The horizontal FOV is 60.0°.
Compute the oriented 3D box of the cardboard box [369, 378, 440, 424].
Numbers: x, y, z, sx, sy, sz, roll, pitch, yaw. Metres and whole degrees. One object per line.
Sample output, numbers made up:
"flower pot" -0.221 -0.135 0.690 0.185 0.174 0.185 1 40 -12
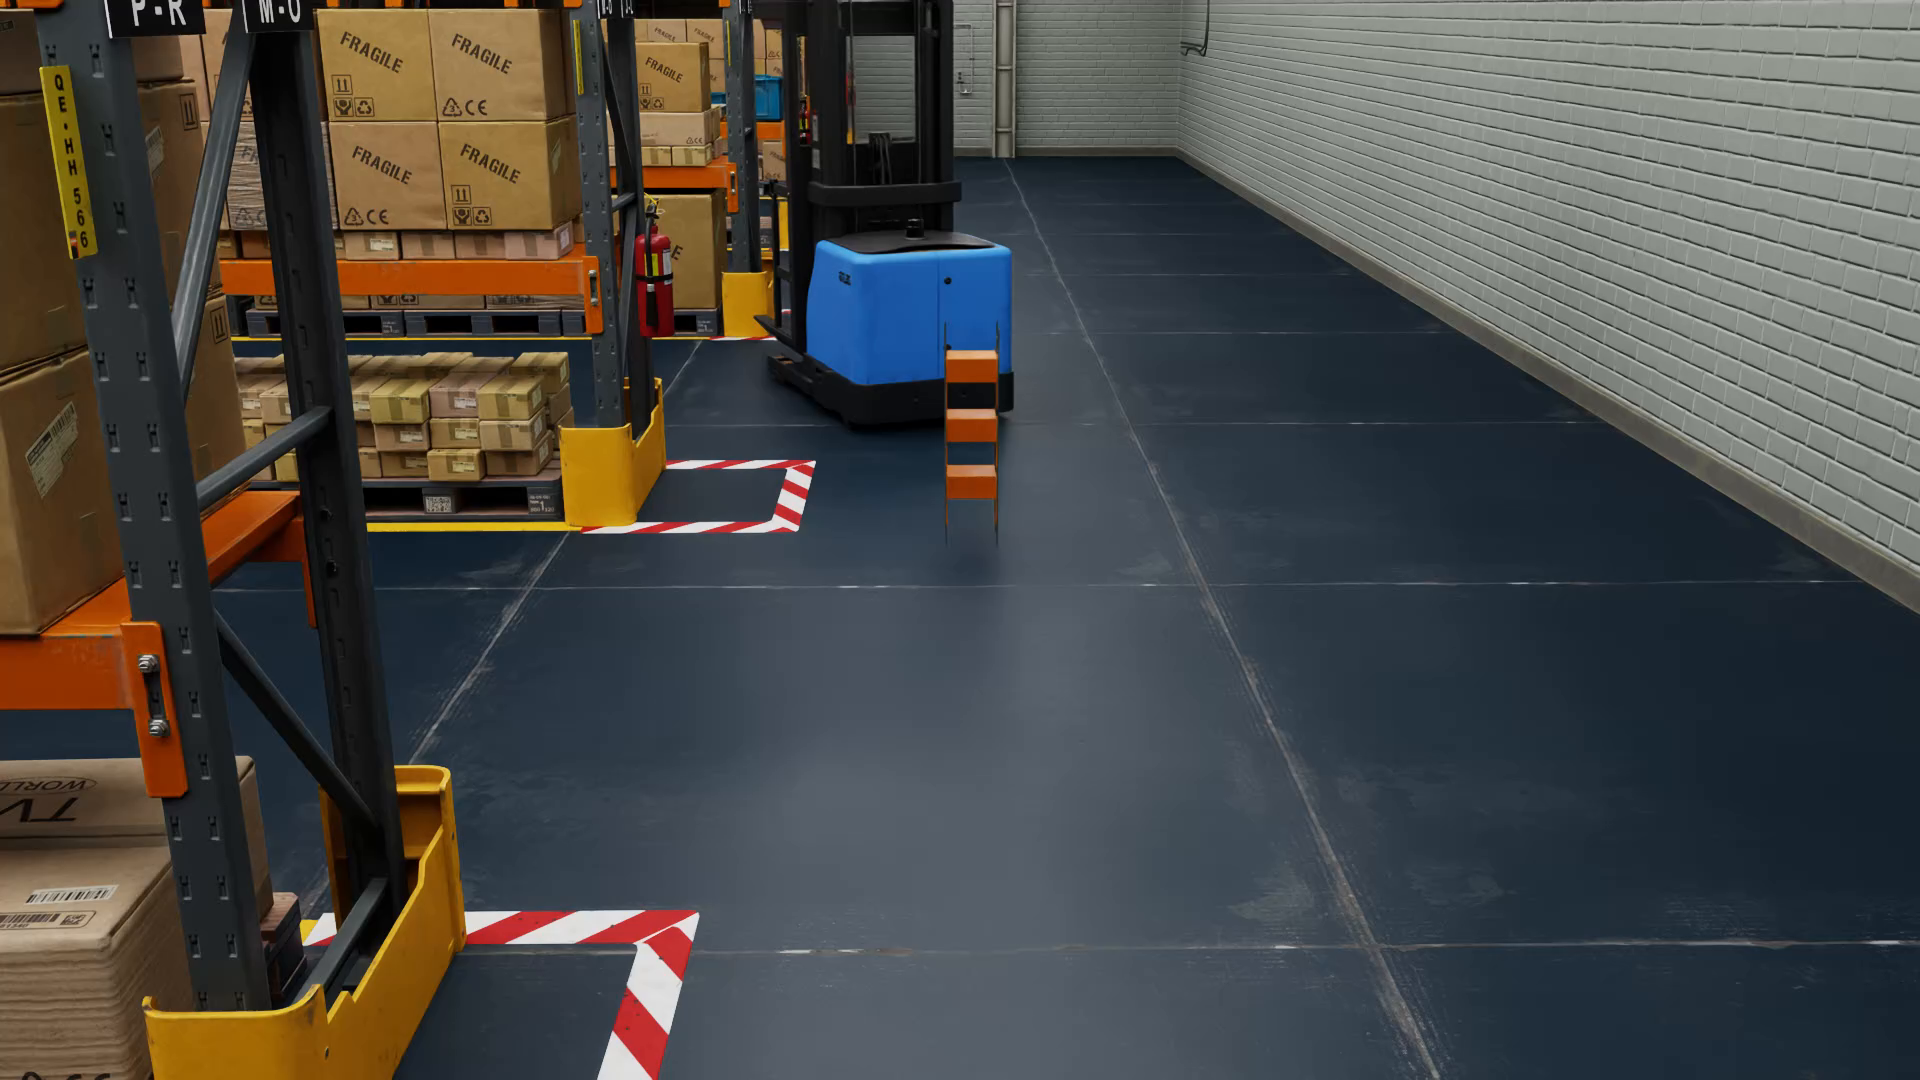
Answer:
"cardboard box" -2.765 -0.695 8.309 0.250 0.149 0.380 -1 18 -2

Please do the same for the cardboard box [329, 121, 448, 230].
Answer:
"cardboard box" -2.691 -1.781 8.037 0.500 0.500 0.500 -1 18 -2

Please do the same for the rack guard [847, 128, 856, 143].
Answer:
"rack guard" -1.919 -6.537 27.606 0.348 0.500 1.175 0 18 -1

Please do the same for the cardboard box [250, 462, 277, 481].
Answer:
"cardboard box" -3.549 -0.421 8.430 0.250 0.149 0.380 0 18 0

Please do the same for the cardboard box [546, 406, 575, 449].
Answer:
"cardboard box" -2.260 -0.611 9.020 0.250 0.149 0.380 0 18 0

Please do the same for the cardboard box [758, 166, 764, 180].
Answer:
"cardboard box" -2.807 -5.022 22.710 0.250 0.166 0.380 0 18 -1

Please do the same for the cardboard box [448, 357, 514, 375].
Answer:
"cardboard box" -2.534 -0.862 8.830 0.250 0.149 0.380 0 18 0

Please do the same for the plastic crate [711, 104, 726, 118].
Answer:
"plastic crate" -2.599 -4.545 17.638 0.243 0.136 0.396 0 18 -1

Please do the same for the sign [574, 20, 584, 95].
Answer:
"sign" -1.742 -2.205 7.598 0.005 0.325 0.100 0 18 -1

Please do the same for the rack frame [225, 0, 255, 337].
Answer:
"rack frame" -5.708 -3.169 13.016 0.127 3.000 1.000 0 18 -1

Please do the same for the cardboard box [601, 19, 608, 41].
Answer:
"cardboard box" -4.869 -6.637 22.027 0.500 0.500 0.500 -1 18 -3

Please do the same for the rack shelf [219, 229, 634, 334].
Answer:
"rack shelf" -3.731 -1.321 8.432 4.000 0.370 1.077 0 18 -1

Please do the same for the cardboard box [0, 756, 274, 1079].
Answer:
"cardboard box" -2.210 0.892 3.863 0.875 0.438 0.875 -1 18 -3

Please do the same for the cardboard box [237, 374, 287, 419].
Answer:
"cardboard box" -3.558 -0.727 8.410 0.250 0.149 0.380 -1 18 -3

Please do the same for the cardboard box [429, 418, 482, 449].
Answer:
"cardboard box" -2.516 -0.583 8.446 0.250 0.149 0.380 -1 18 -2

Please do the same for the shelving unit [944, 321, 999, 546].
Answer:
"shelving unit" 0.053 -0.500 7.888 0.252 1.050 0.215 0 18 -1

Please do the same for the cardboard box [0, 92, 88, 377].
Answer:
"cardboard box" -2.030 -0.610 3.239 0.500 0.500 0.500 0 18 1

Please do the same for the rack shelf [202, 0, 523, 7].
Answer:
"rack shelf" -7.860 -7.271 22.069 4.000 0.370 1.077 0 18 -1

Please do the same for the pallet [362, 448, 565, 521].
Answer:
"pallet" -2.620 -0.352 8.798 1.213 0.211 1.003 0 18 -1

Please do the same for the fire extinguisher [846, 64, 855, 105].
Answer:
"fire extinguisher" -1.785 -7.372 26.856 0.183 0.674 0.296 0 18 -1

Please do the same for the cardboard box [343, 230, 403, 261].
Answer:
"cardboard box" -2.807 -1.462 8.104 0.250 0.149 0.380 0 18 1

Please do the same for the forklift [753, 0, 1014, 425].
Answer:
"forklift" -0.689 -2.498 11.035 1.130 2.935 3.031 -7 19 -21

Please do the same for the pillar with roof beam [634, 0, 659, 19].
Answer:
"pillar with roof beam" -5.188 -9.517 22.983 0.400 9.000 9.100 0 18 -1

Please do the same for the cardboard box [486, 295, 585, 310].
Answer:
"cardboard box" -3.257 -2.345 13.237 0.875 0.875 0.875 0 18 -1

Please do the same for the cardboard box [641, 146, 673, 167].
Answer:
"cardboard box" -2.319 -2.965 12.790 0.250 0.149 0.380 0 18 0

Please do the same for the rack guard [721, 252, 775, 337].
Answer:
"rack guard" -1.684 -1.998 13.458 0.348 0.500 1.175 0 18 -1

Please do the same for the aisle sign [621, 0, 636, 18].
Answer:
"aisle sign" -1.663 -3.003 8.242 0.004 0.787 0.394 0 18 -1

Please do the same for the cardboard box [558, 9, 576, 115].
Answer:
"cardboard box" -2.184 -2.417 8.385 0.500 0.500 0.500 0 18 -1

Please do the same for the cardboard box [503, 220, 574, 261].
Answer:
"cardboard box" -2.052 -1.465 8.117 0.250 0.149 0.380 0 18 -1

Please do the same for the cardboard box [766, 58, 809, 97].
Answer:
"cardboard box" -2.304 -6.176 22.227 0.500 0.500 0.500 0 18 1

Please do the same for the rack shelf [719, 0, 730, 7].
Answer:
"rack shelf" -3.708 -4.264 12.698 4.000 0.370 1.077 0 18 -1

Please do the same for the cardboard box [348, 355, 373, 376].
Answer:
"cardboard box" -3.312 -0.875 8.870 0.250 0.149 0.380 0 18 1

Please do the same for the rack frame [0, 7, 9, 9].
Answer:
"rack frame" -9.785 -4.662 17.671 0.127 3.000 1.000 0 18 -1

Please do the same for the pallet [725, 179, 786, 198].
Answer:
"pallet" -2.734 -4.881 22.920 1.213 0.211 1.003 0 18 -1

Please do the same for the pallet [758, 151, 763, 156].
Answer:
"pallet" -2.741 -6.371 27.563 1.213 0.211 1.003 0 18 -1

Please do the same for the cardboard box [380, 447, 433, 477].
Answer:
"cardboard box" -2.775 -0.442 8.495 0.250 0.149 0.380 0 18 -1

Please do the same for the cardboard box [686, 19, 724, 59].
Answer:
"cardboard box" -3.325 -6.645 22.051 0.500 0.500 0.500 0 18 1

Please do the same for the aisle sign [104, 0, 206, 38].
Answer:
"aisle sign" -1.475 -1.305 2.950 0.004 0.787 0.394 0 18 -1

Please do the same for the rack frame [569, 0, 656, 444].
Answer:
"rack frame" -1.731 -1.673 8.352 0.127 3.000 1.000 0 18 -1

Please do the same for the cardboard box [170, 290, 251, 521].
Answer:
"cardboard box" -2.036 -0.295 3.892 0.500 0.500 0.500 0 18 -1

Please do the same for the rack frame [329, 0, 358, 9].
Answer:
"rack frame" -9.942 -7.688 27.104 0.127 3.000 1.000 0 18 -1

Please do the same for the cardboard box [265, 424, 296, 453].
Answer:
"cardboard box" -3.291 -0.558 8.369 0.250 0.149 0.380 0 18 0

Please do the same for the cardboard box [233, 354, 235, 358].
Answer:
"cardboard box" -4.076 -0.889 8.915 0.250 0.149 0.380 -1 18 -3

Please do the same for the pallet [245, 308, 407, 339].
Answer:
"pallet" -4.946 -1.821 13.379 1.213 0.211 1.003 0 18 -1

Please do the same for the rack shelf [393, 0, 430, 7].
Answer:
"rack shelf" -3.786 -5.777 17.413 4.000 0.370 1.077 0 18 -1

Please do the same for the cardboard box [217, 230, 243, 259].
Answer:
"cardboard box" -3.607 -1.480 8.161 0.250 0.149 0.380 0 18 0

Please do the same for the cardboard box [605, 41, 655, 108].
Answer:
"cardboard box" -2.692 -3.693 13.181 0.500 0.500 0.500 -1 18 -2

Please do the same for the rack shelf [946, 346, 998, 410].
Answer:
"rack shelf" 0.054 -0.760 7.805 0.240 0.259 0.215 0 18 -1

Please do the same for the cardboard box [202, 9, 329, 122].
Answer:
"cardboard box" -3.211 -2.252 7.871 0.500 0.500 0.500 1 18 2

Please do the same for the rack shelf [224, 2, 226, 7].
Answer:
"rack shelf" -11.859 -7.251 22.009 4.000 0.370 1.077 0 18 -1
